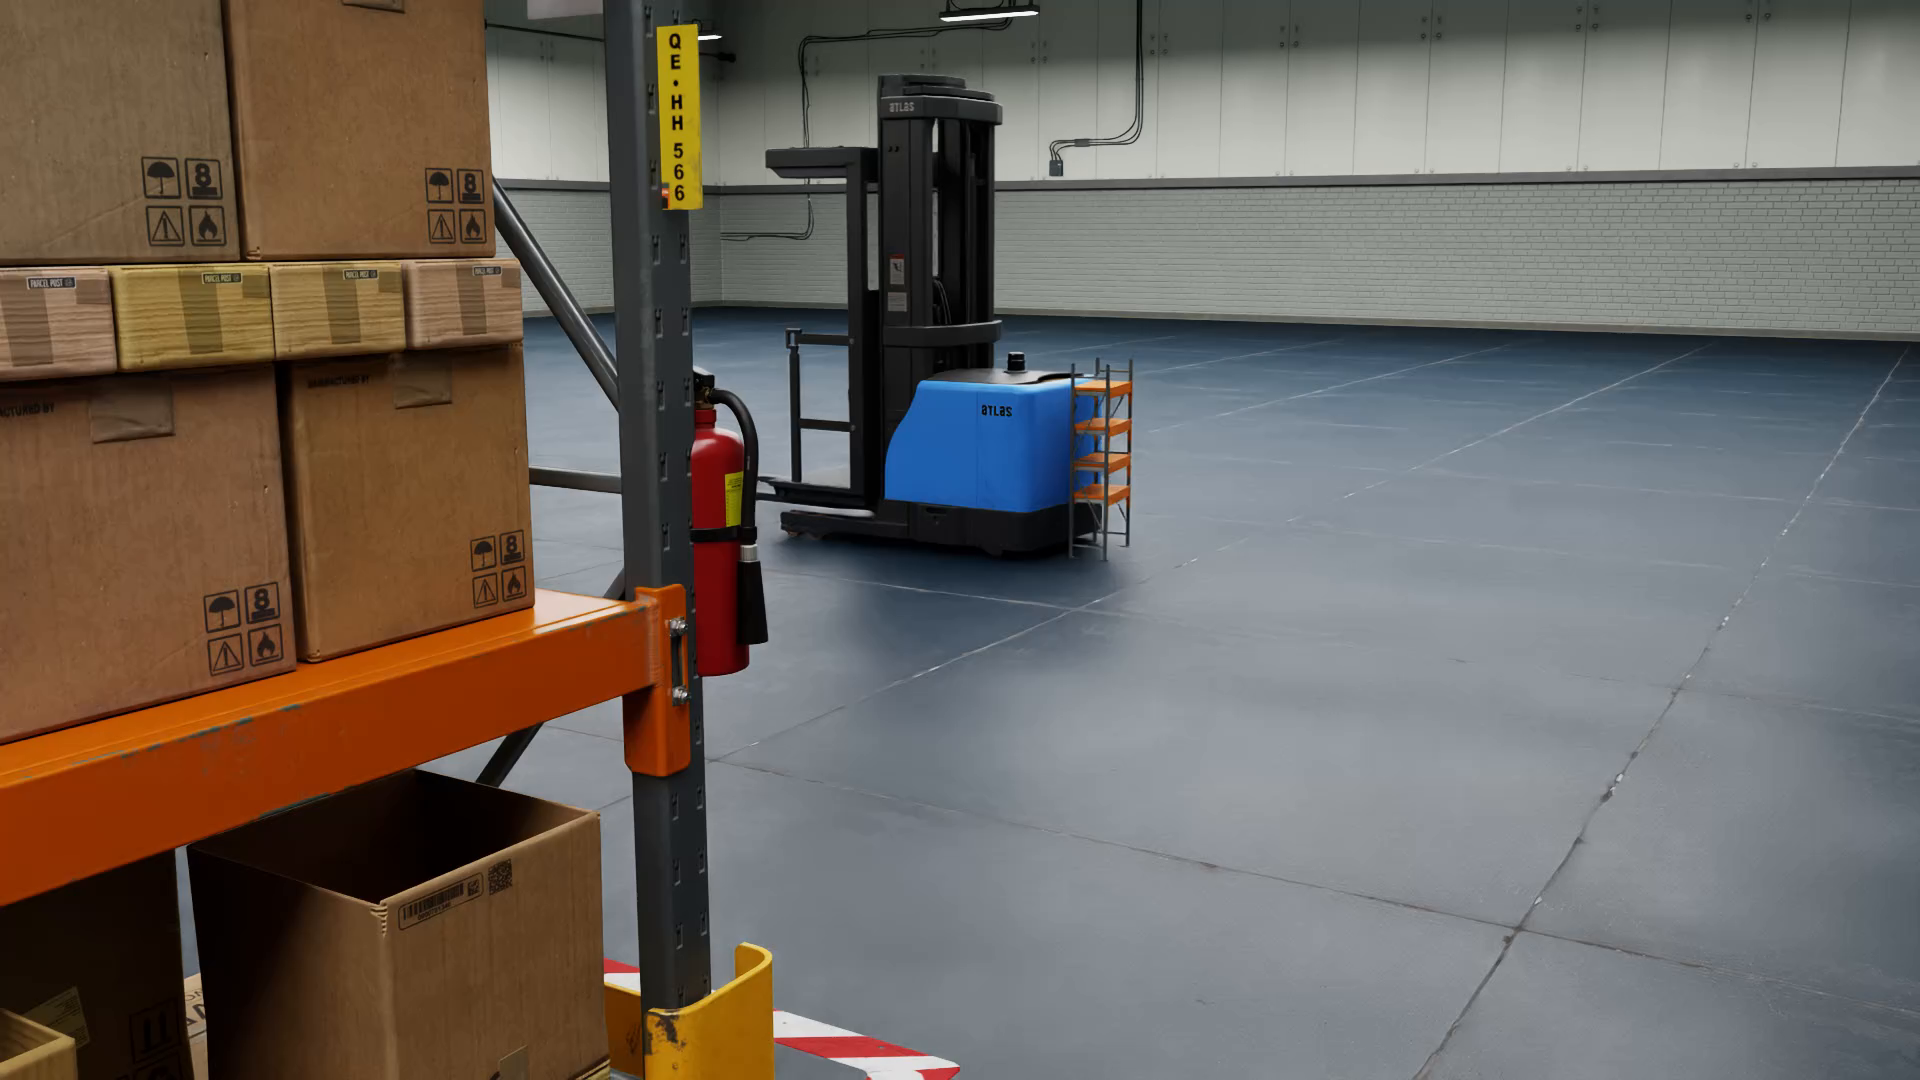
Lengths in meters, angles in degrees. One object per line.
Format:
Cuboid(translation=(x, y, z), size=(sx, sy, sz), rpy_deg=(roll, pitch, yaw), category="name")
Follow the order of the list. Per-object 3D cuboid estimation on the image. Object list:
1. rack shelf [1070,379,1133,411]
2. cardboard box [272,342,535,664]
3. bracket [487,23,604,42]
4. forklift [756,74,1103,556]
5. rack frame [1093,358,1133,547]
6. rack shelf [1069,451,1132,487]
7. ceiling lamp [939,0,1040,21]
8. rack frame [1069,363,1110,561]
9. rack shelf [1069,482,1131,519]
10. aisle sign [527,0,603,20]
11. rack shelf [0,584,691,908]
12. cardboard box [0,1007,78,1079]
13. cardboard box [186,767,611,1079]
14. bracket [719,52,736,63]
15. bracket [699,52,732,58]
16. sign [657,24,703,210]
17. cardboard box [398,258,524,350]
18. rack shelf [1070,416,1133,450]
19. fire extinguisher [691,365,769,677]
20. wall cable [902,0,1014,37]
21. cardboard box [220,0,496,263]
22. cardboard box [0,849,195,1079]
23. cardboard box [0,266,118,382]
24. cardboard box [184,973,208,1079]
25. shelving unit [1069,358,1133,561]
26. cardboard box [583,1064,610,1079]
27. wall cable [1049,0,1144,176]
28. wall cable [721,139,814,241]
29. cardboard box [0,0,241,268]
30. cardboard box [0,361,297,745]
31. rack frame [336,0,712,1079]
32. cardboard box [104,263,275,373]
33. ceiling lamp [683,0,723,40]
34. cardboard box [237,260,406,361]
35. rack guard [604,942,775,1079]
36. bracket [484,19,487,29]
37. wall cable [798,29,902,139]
Cuboid(translation=(0.878, -0.897, 10.264), size=(0.258, 0.148, 0.480), rpy_deg=(4, 11, 22), category="rack shelf")
Cuboid(translation=(-1.223, -0.114, 3.054), size=(0.700, 0.500, 0.500), rpy_deg=(6, 12, 31), category="cardboard box")
Cuboid(translation=(-8.955, -11.413, 37.594), size=(0.076, 0.066, 4.783), rpy_deg=(6, 12, 31), category="bracket")
Cuboid(translation=(-0.586, -1.523, 11.037), size=(3.031, 2.935, 1.130), rpy_deg=(7, 13, 32), category="forklift")
Cuboid(translation=(0.969, -0.552, 10.558), size=(0.240, 1.200, 0.015), rpy_deg=(4, 11, 22), category="rack frame")
Cuboid(translation=(0.878, -0.445, 10.348), size=(0.258, 0.148, 0.480), rpy_deg=(4, 11, 22), category="rack shelf")
Cuboid(translation=(0.664, -11.250, 30.642), size=(2.000, 3.185, 0.800), rpy_deg=(6, 12, 31), category="ceiling lamp")
Cuboid(translation=(0.786, -0.469, 10.114), size=(0.240, 1.200, 0.015), rpy_deg=(4, 11, 22), category="rack frame")
Cuboid(translation=(0.878, -0.249, 10.385), size=(0.258, 0.148, 0.480), rpy_deg=(4, 11, 22), category="rack shelf")
Cuboid(translation=(-0.685, -1.397, 3.115), size=(0.394, 0.787, 0.004), rpy_deg=(6, 12, 31), category="aisle sign")
Cuboid(translation=(-2.008, 0.531, 1.835), size=(1.077, 0.370, 4.000), rpy_deg=(6, 12, 31), category="rack shelf")
Cuboid(translation=(-1.501, 0.911, 2.144), size=(0.500, 0.500, 0.500), rpy_deg=(6, 12, 31), category="cardboard box")
Cuboid(translation=(-0.994, 0.752, 2.992), size=(0.500, 0.500, 0.500), rpy_deg=(6, 12, 31), category="cardboard box")
Cuboid(translation=(-5.956, -12.321, 42.447), size=(0.235, 0.232, 0.430), rpy_deg=(6, 12, 31), category="bracket")
Cuboid(translation=(-6.262, -12.228, 41.951), size=(0.076, 0.066, 3.189), rpy_deg=(6, 12, 31), category="bracket")
Cuboid(translation=(-0.514, -0.769, 3.032), size=(0.100, 0.325, 0.005), rpy_deg=(6, 12, 31), category="sign")
Cuboid(translation=(-1.006, -0.427, 2.962), size=(0.380, 0.149, 0.250), rpy_deg=(6, 12, 30), category="cardboard box")
Cuboid(translation=(0.878, -0.664, 10.307), size=(0.258, 0.148, 0.480), rpy_deg=(4, 11, 22), category="rack shelf")
Cuboid(translation=(-0.512, -0.073, 3.318), size=(0.296, 0.674, 0.183), rpy_deg=(6, 12, 31), category="fire extinguisher")
Cuboid(translation=(-0.088, -13.123, 38.862), size=(3.097, 2.526, 0.112), rpy_deg=(6, 12, 31), category="wall cable")
Cuboid(translation=(-1.251, -0.743, 2.890), size=(0.700, 0.500, 0.500), rpy_deg=(6, 12, 31), category="cardboard box")
Cuboid(translation=(-1.697, 0.781, 2.836), size=(0.500, 0.500, 0.500), rpy_deg=(6, 12, 31), category="cardboard box")
Cuboid(translation=(-1.405, -0.306, 2.316), size=(0.380, 0.149, 0.250), rpy_deg=(7, 12, 31), category="cardboard box")
Cuboid(translation=(-1.439, 1.071, 3.326), size=(0.500, 0.250, 0.500), rpy_deg=(6, 12, 31), category="cardboard box")
Cuboid(translation=(0.878, -0.511, 10.336), size=(0.258, 1.200, 0.503), rpy_deg=(4, 11, 22), category="shelving unit")
Cuboid(translation=(-0.996, 1.121, 3.062), size=(0.500, 0.250, 0.500), rpy_deg=(6, 12, 31), category="cardboard box")
Cuboid(translation=(3.060, -11.247, 37.249), size=(2.305, 6.003, 0.169), rpy_deg=(6, 12, 31), category="wall cable")
Cuboid(translation=(-5.045, -8.959, 42.705), size=(3.097, 2.526, 0.112), rpy_deg=(6, 12, 31), category="wall cable")
Cuboid(translation=(-1.519, -0.660, 2.446), size=(0.700, 0.500, 0.500), rpy_deg=(6, 12, 29), category="cardboard box")
Cuboid(translation=(-1.492, -0.031, 2.611), size=(0.700, 0.500, 0.500), rpy_deg=(7, 13, 32), category="cardboard box")
Cuboid(translation=(-0.970, -0.137, 3.449), size=(1.000, 3.000, 0.127), rpy_deg=(6, 12, 31), category="rack frame")
Cuboid(translation=(-1.273, -0.345, 2.526), size=(0.380, 0.149, 0.250), rpy_deg=(6, 12, 30), category="cardboard box")
Cuboid(translation=(-5.652, -11.956, 34.413), size=(2.000, 3.185, 0.800), rpy_deg=(6, 12, 31), category="ceiling lamp")
Cuboid(translation=(-1.140, -0.385, 2.741), size=(0.380, 0.149, 0.250), rpy_deg=(7, 13, 32), category="cardboard box")
Cuboid(translation=(-0.958, 1.088, 3.699), size=(1.175, 0.500, 0.348), rpy_deg=(6, 12, 31), category="rack guard")
Cuboid(translation=(-10.301, -11.005, 35.416), size=(0.235, 0.232, 0.430), rpy_deg=(6, 12, 31), category="bracket")
Cuboid(translation=(-2.733, -11.183, 40.860), size=(3.097, 2.526, 0.112), rpy_deg=(6, 12, 31), category="wall cable")
